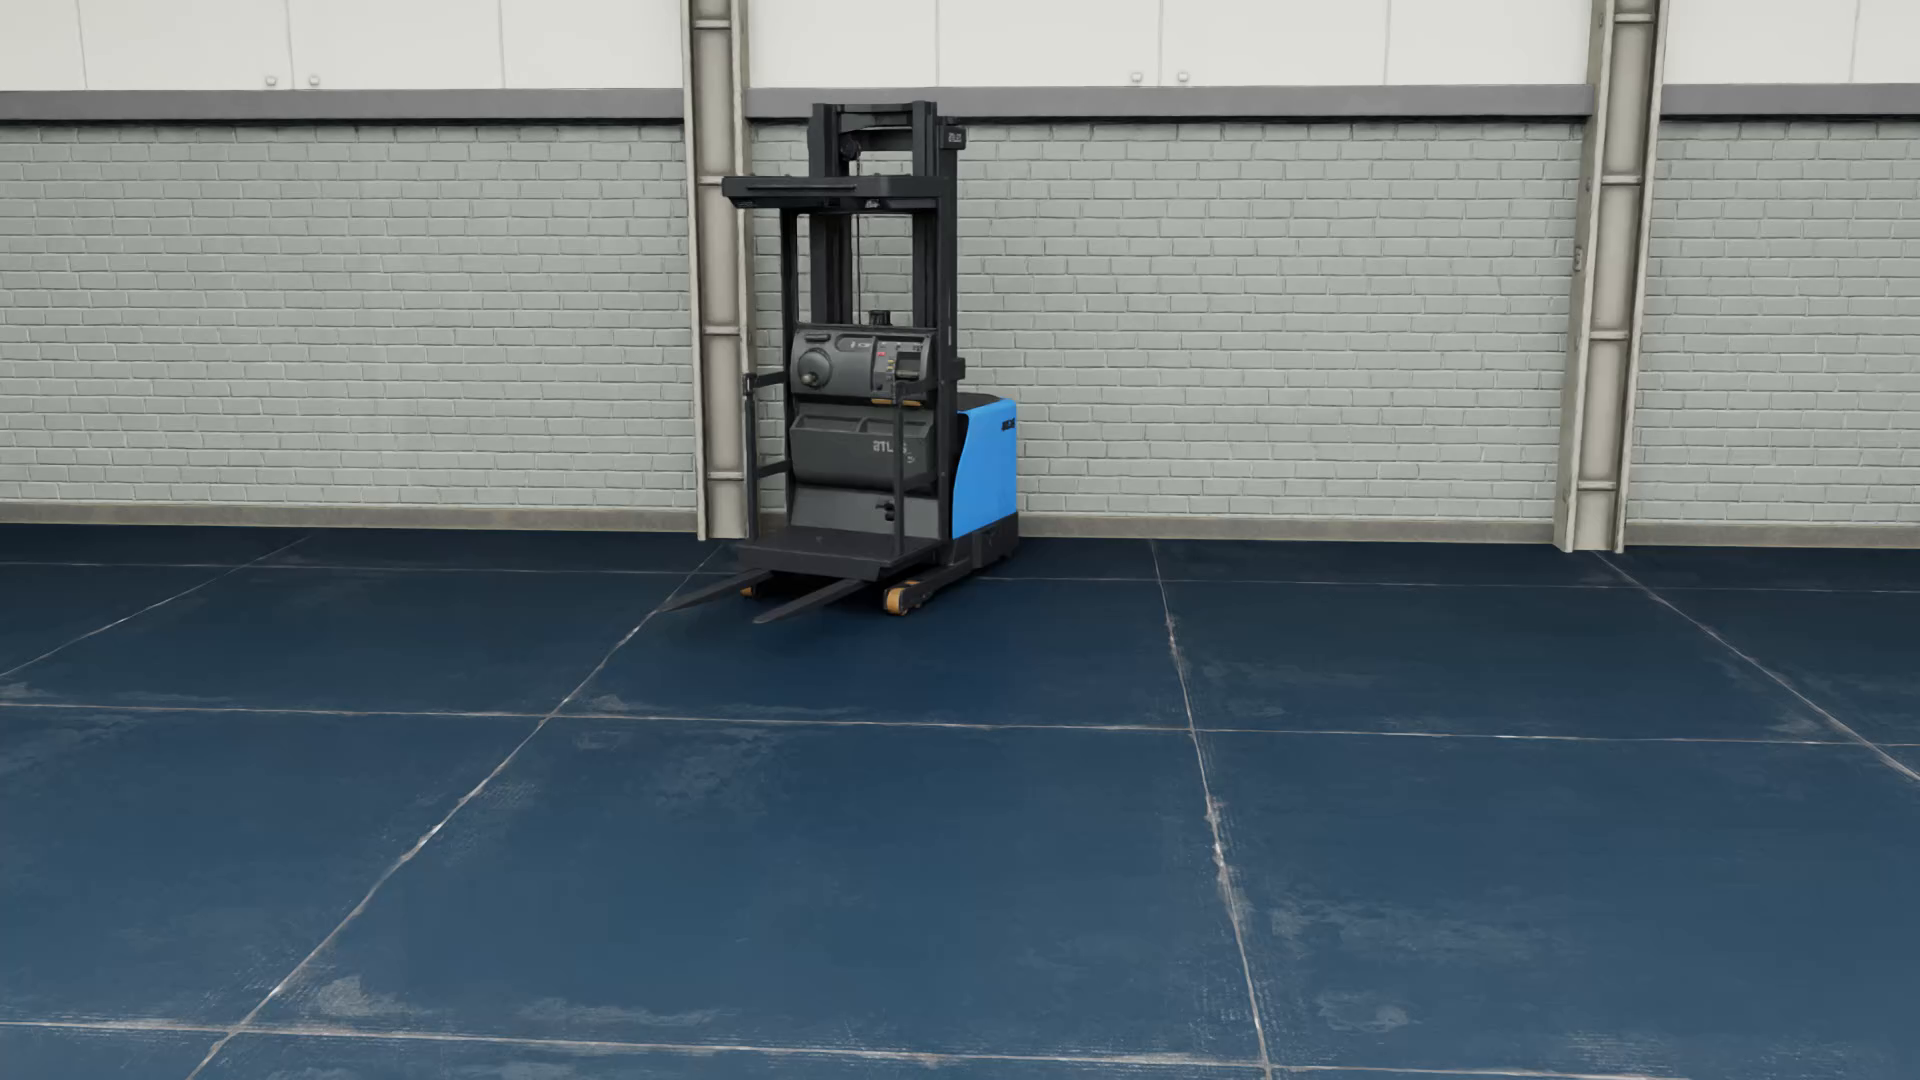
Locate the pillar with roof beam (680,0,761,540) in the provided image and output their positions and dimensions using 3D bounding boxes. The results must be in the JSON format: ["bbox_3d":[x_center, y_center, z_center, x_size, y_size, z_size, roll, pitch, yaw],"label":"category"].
[{"bbox_3d":[-1.935,-3.552,6.771,0.400,9.000,9.100,1,12,4],"label":"pillar with roof beam"}]

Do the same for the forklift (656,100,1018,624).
[{"bbox_3d":[-0.689,-1.096,9.849,1.130,2.935,3.031,5,13,24],"label":"forklift"}]

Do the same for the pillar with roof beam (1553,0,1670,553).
[{"bbox_3d":[4.052,-3.470,6.378,0.400,9.000,9.100,1,12,4],"label":"pillar with roof beam"}]
